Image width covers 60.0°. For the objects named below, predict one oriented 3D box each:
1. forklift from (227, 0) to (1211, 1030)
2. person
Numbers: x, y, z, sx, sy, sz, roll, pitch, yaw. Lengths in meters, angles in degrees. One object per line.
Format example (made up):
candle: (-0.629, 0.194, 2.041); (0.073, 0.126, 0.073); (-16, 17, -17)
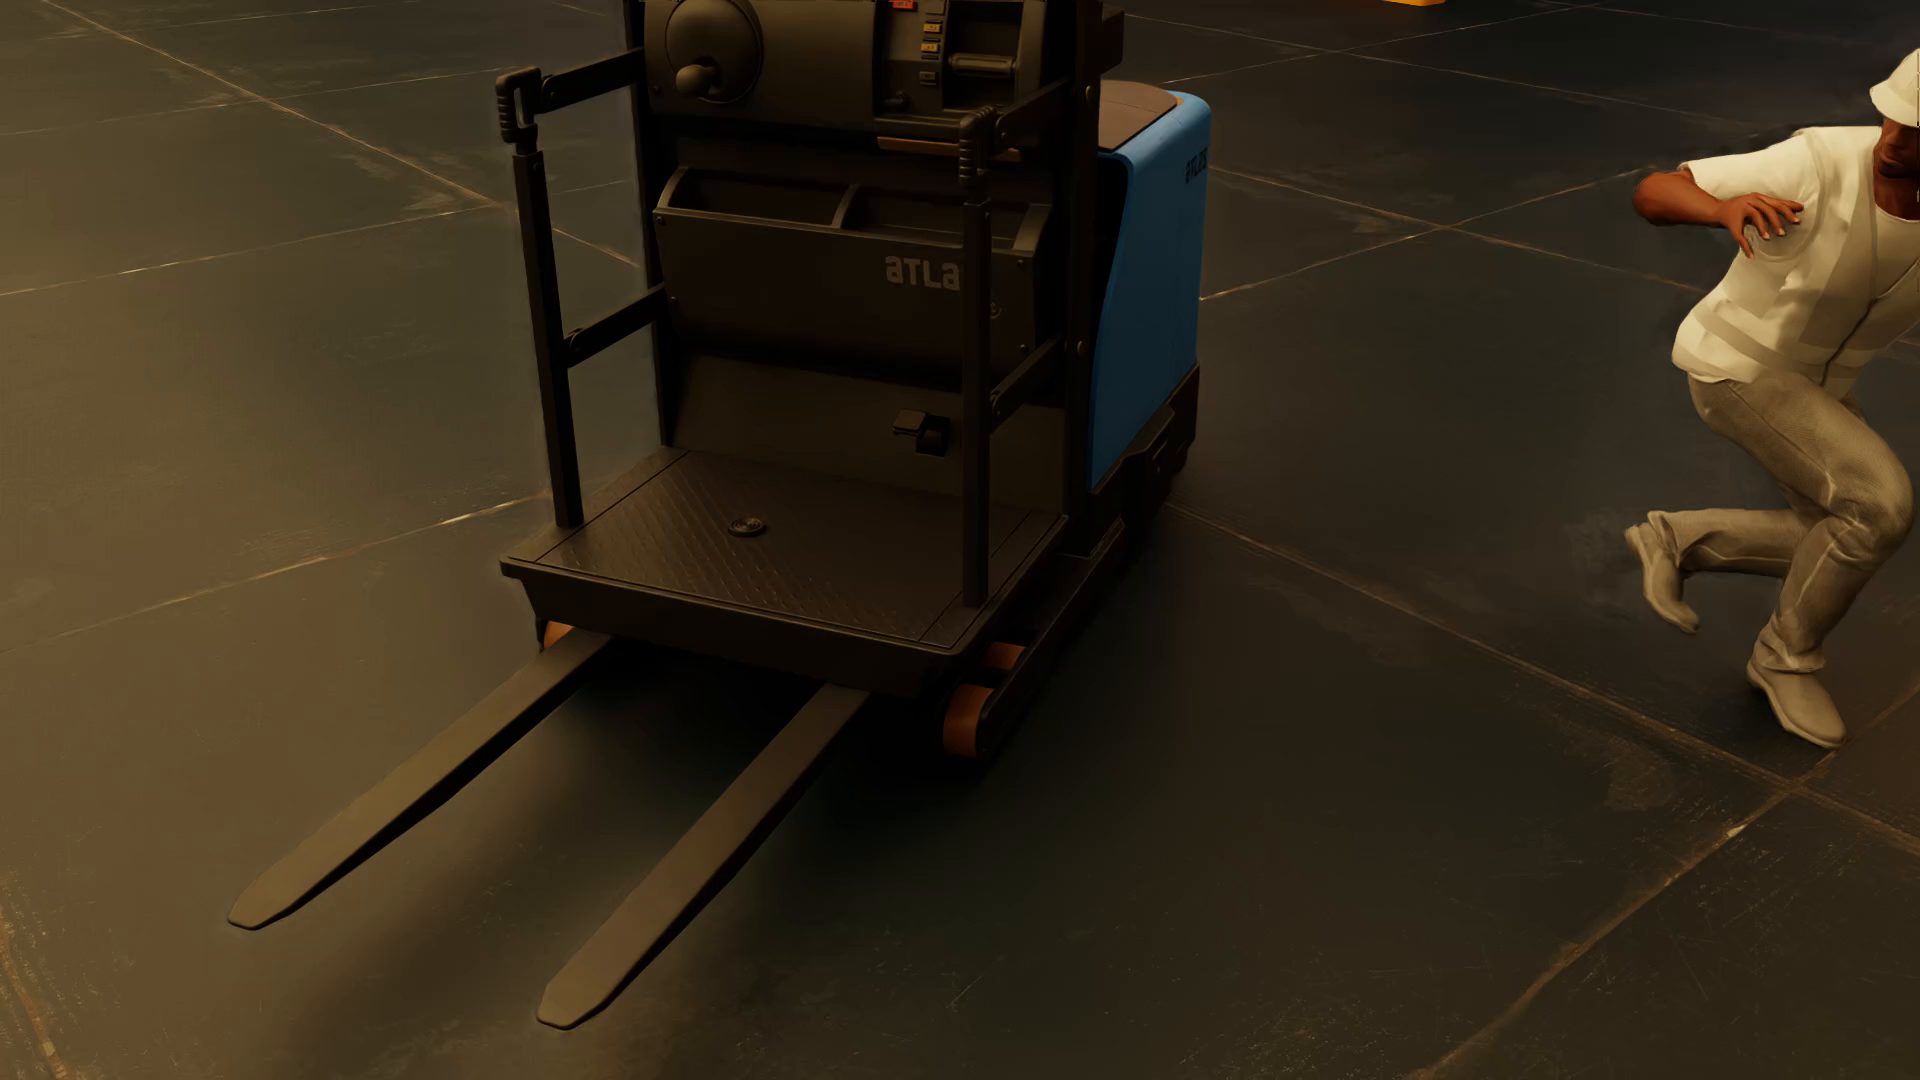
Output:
forklift: (-0.326, -1.053, 3.326); (1.130, 2.935, 3.031); (10, 28, 20)
person: (1.864, -0.269, 3.390); (0.850, 1.482, 1.103); (-12, 29, -23)
